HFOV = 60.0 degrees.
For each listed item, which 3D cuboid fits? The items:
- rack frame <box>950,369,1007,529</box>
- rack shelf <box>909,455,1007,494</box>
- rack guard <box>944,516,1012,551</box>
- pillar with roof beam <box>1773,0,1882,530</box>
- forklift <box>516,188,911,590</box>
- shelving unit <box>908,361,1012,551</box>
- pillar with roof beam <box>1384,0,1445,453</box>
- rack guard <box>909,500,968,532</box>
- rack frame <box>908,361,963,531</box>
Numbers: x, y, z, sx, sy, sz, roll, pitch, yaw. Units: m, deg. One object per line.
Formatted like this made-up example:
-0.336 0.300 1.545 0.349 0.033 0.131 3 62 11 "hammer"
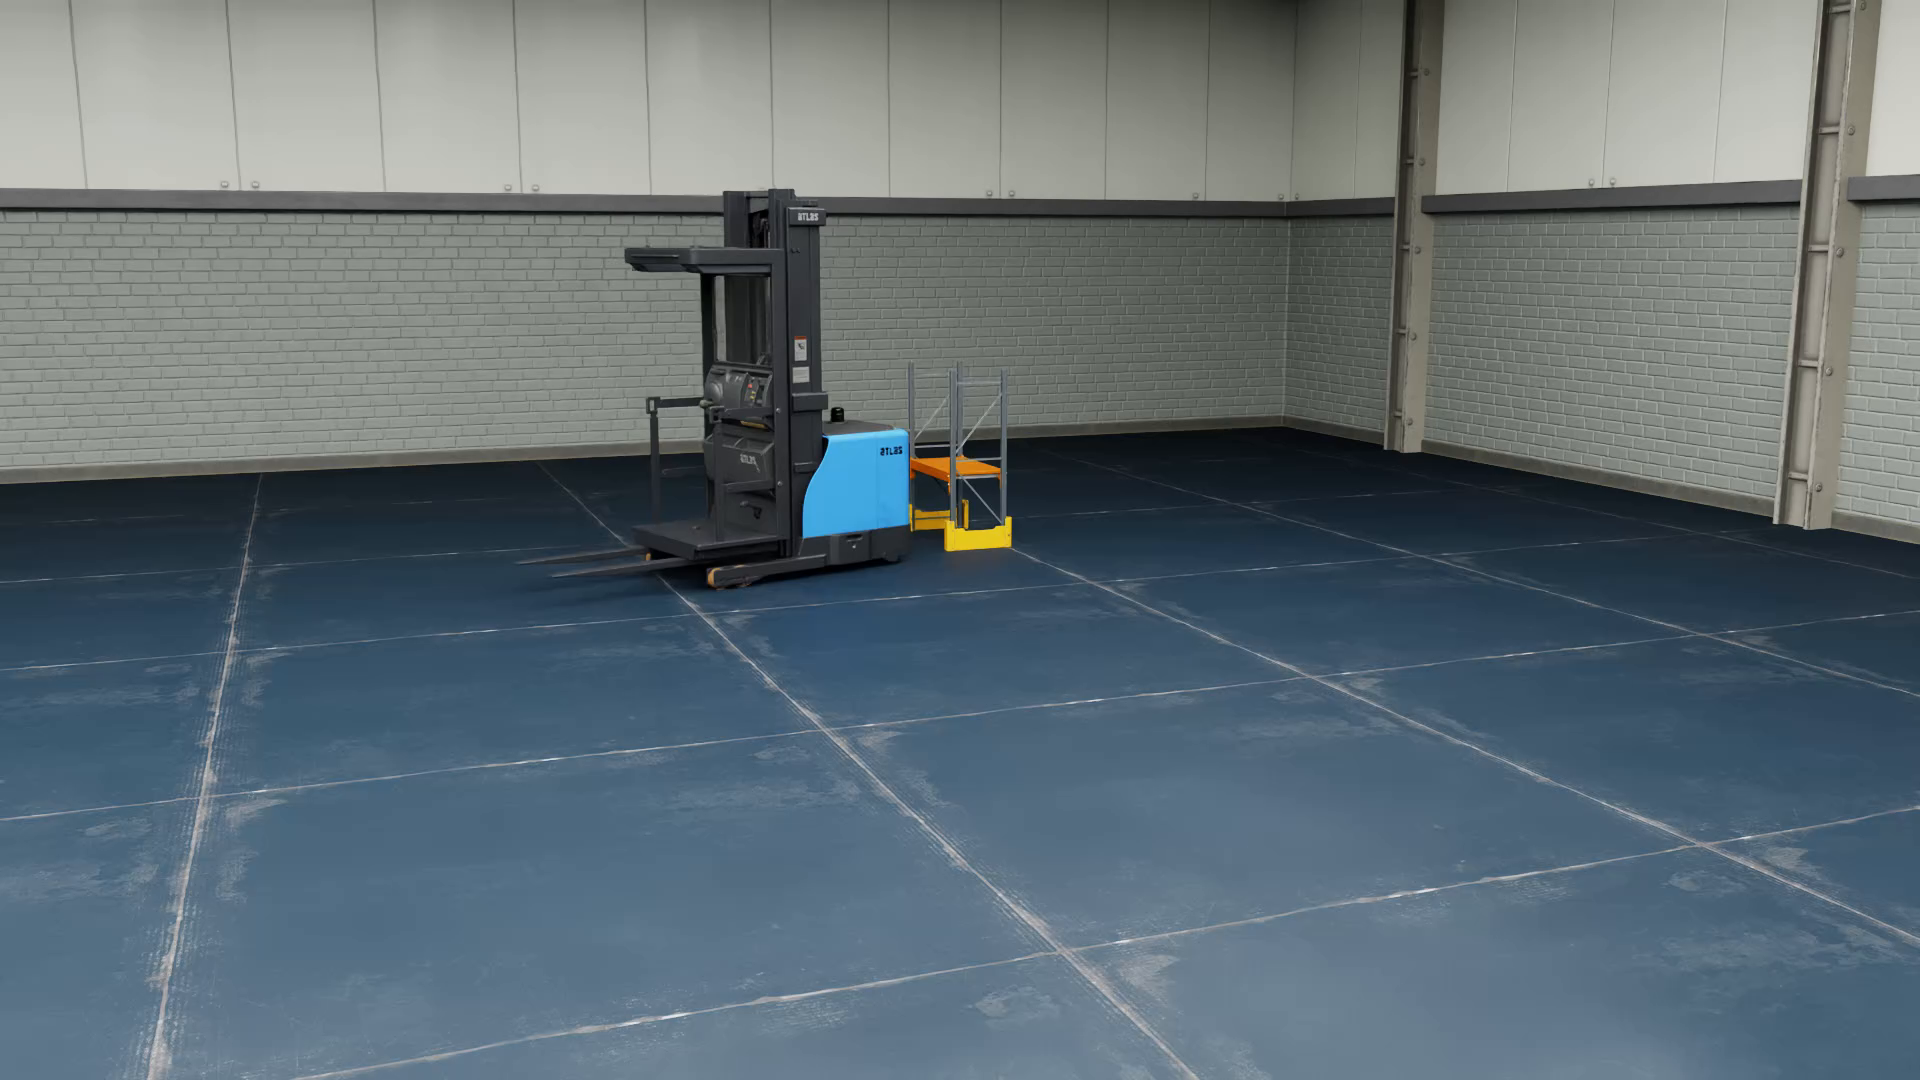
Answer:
0.153 -0.669 13.901 0.500 1.500 0.032 -4 11 -21 "rack frame"
-0.031 -0.575 14.399 0.538 0.185 1.000 -4 11 -21 "rack shelf"
0.153 -0.054 14.011 0.587 0.250 0.087 -4 11 -21 "rack guard"
3.672 -4.290 12.843 9.100 9.000 0.400 -4 11 -21 "pillar with roof beam"
-1.869 -1.175 12.659 3.031 2.935 1.130 -8 13 -37 "forklift"
-0.028 -0.751 14.359 0.587 1.500 1.083 -4 11 -21 "shelving unit"
1.498 -5.269 18.349 9.100 9.000 0.400 -4 11 -21 "pillar with roof beam"
-0.208 -0.217 14.925 0.587 0.250 0.087 -4 11 -21 "rack guard"
-0.215 -0.835 14.834 0.500 1.500 0.032 -4 11 -21 "rack frame"
